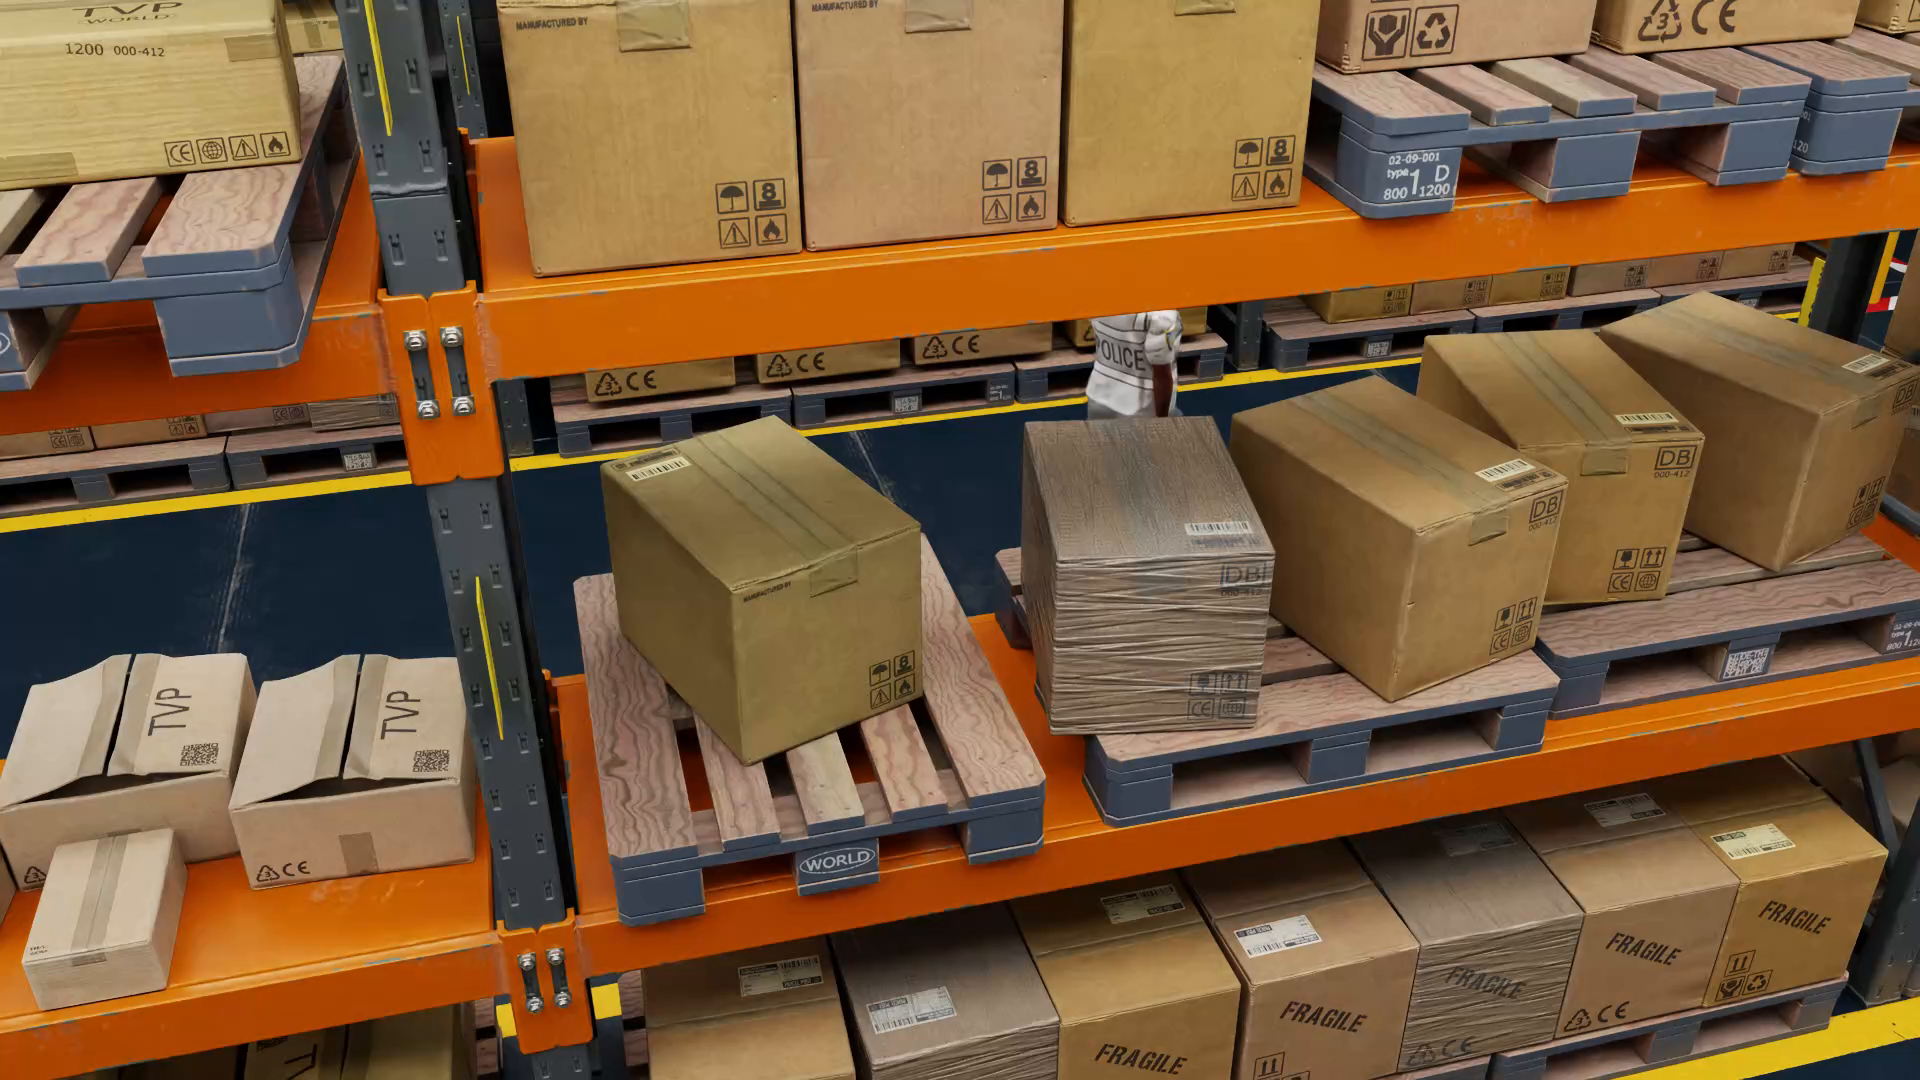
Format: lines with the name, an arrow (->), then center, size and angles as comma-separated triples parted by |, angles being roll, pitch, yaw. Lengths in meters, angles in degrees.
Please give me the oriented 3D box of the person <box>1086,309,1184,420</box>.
person -> 0.762, -0.566, 7.077 | 0.457, 1.727, 0.451 | 21, 36, 32
